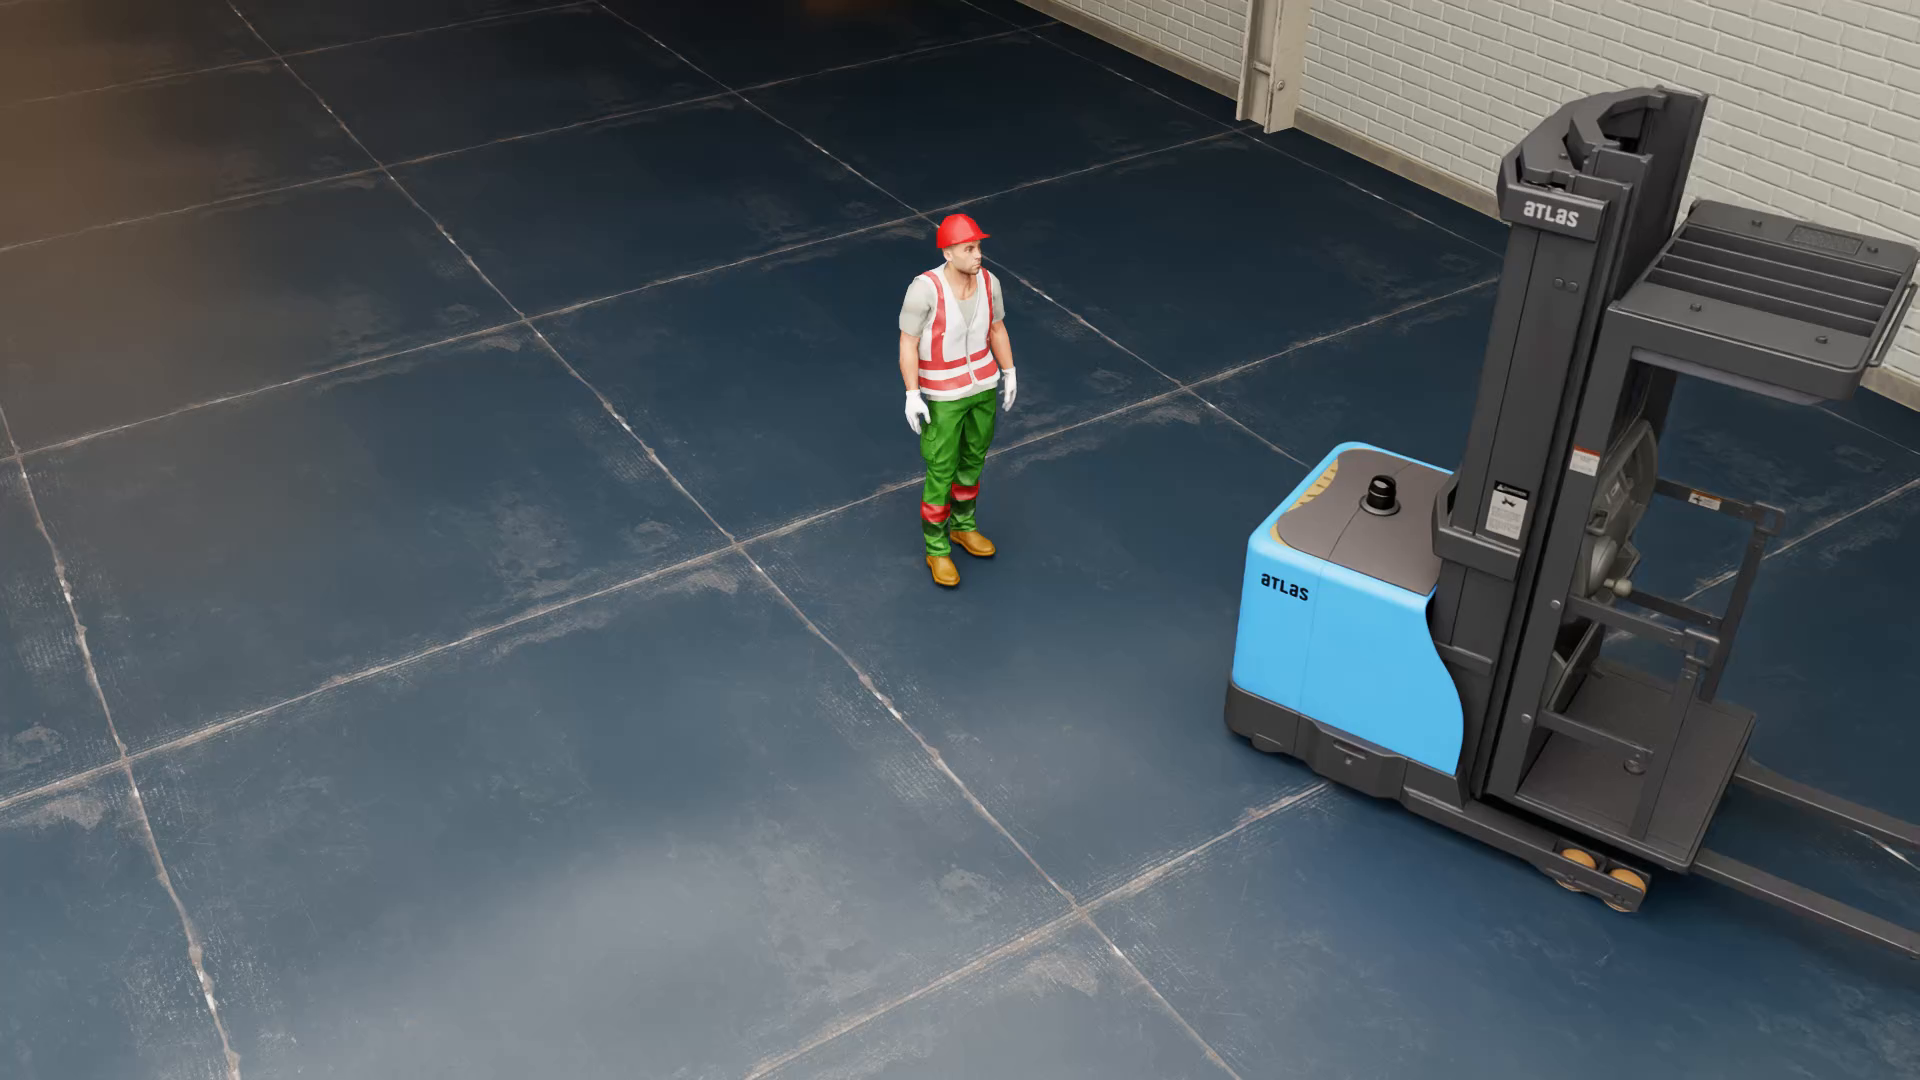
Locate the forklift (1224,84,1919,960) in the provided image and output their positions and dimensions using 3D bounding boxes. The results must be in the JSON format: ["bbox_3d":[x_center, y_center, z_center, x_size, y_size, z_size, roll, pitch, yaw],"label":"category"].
[{"bbox_3d":[2.680,-0.075,6.255,3.031,2.935,1.130,22,41,28],"label":"forklift"}]

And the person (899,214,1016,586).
[{"bbox_3d":[0.035,-0.695,8.119,0.638,1.789,0.562,-21,40,-27],"label":"person"}]
